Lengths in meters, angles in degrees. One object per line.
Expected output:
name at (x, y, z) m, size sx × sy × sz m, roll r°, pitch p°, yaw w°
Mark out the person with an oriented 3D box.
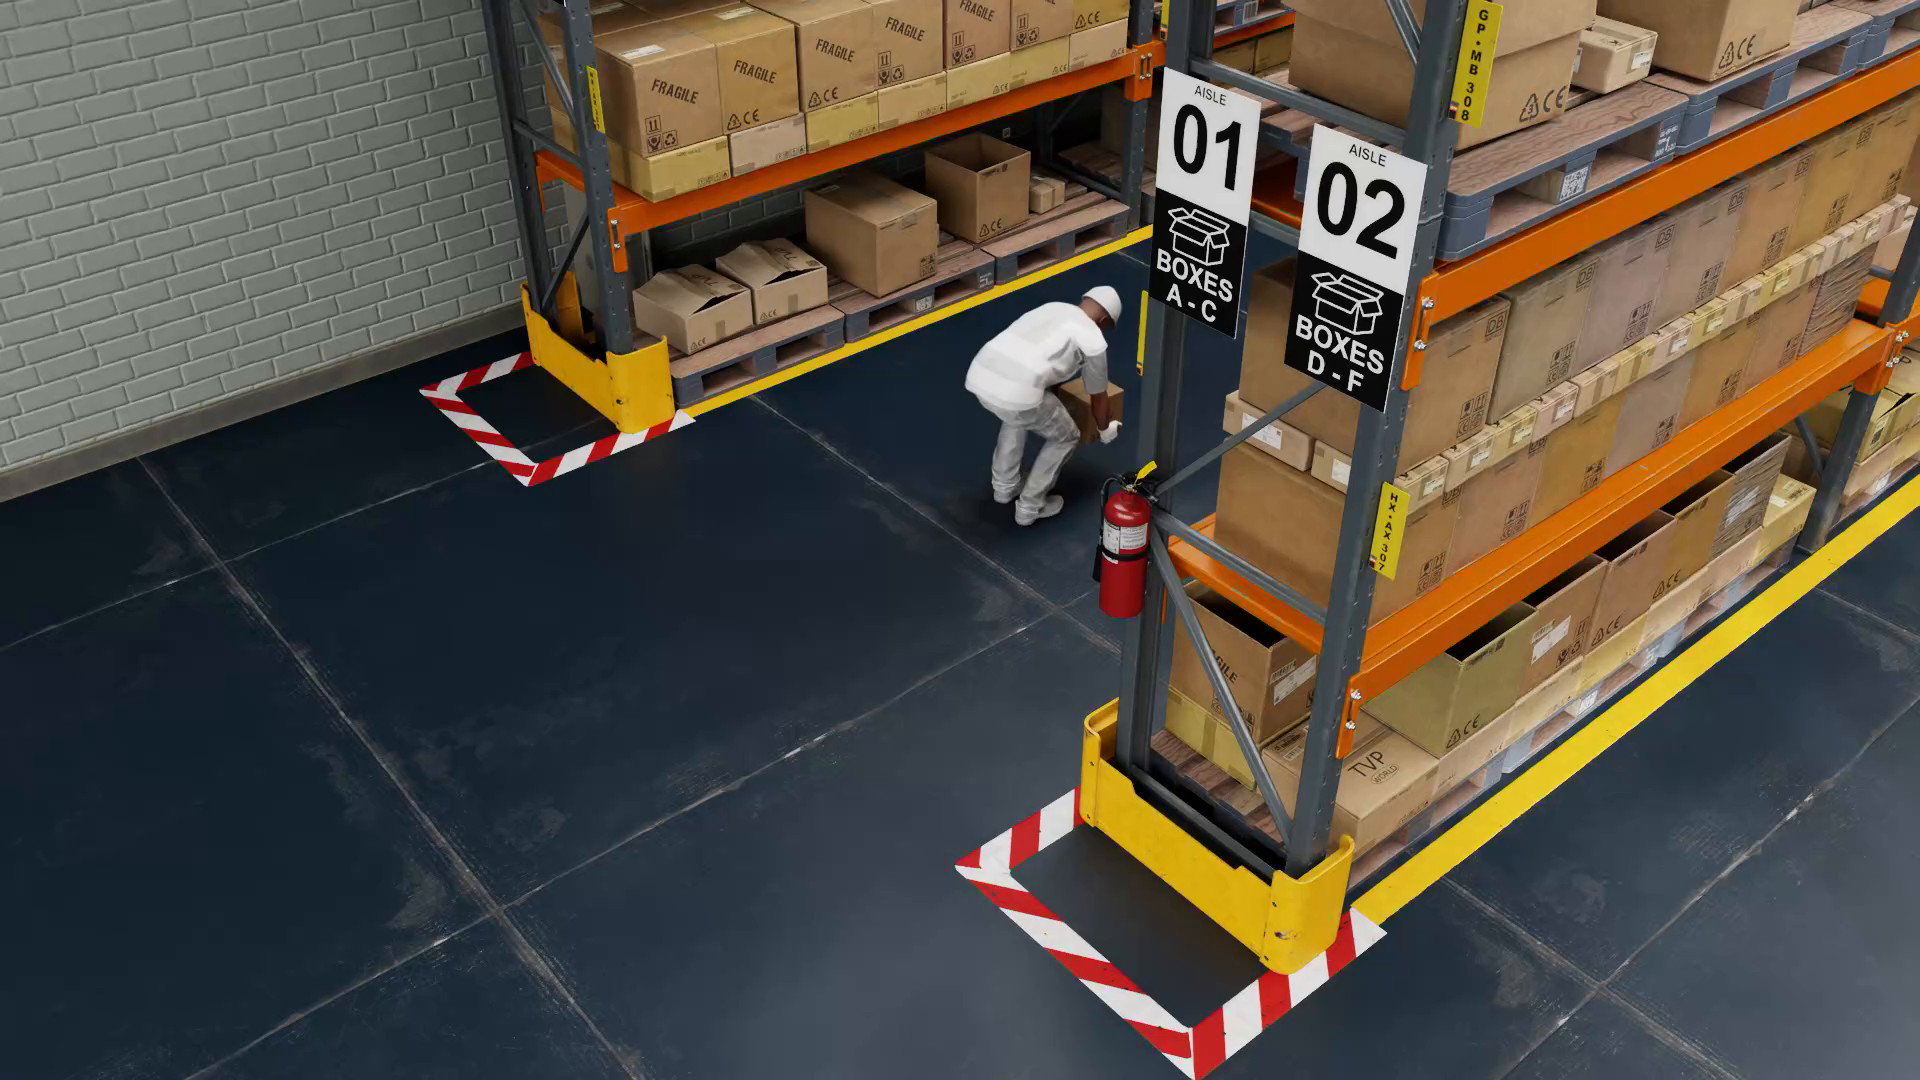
person at (0.459, -0.707, 8.649) m, size 0.977 × 1.083 × 0.529 m, roll -28°, pitch 44°, yaw -34°
